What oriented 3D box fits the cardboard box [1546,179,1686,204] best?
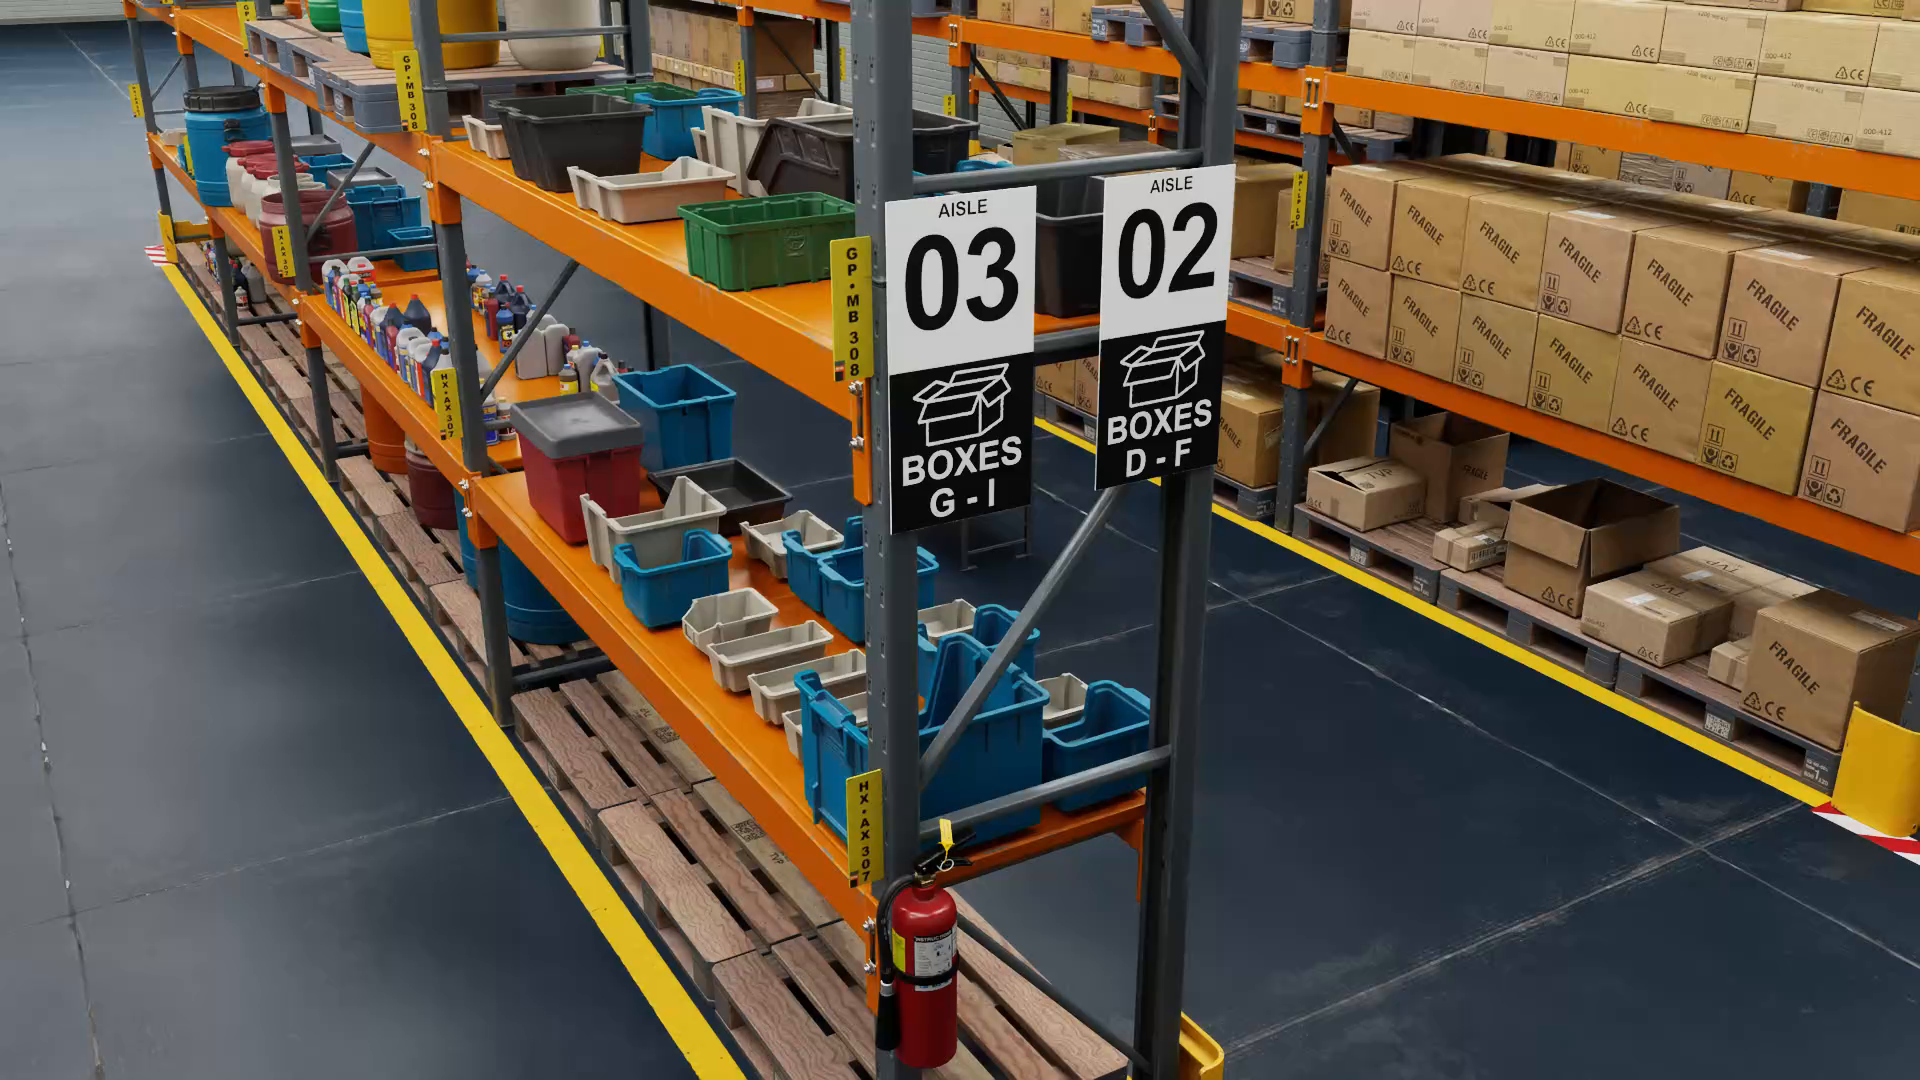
[{"bbox_3d":[3.440,-1.604,8.814,0.500,0.500,0.500,-12,25,-28],"label":"cardboard box"}]

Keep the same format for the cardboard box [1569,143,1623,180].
[{"bbox_3d":[5.464,-3.274,13.827,0.500,0.500,0.500,-12,25,-27],"label":"cardboard box"}]

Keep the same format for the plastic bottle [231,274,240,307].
[{"bbox_3d":[-6.438,-2.213,14.795,0.061,0.283,0.133,-11,25,-26],"label":"plastic bottle"}]

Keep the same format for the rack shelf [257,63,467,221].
[{"bbox_3d":[-2.844,-2.289,8.932,1.077,0.370,4.000,-13,25,-28],"label":"rack shelf"}]

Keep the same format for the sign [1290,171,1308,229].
[{"bbox_3d":[1.963,-1.965,9.626,0.100,0.325,0.005,-13,25,-28],"label":"sign"}]

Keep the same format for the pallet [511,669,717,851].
[{"bbox_3d":[-1.413,0.937,7.726,1.003,0.211,1.213,-13,25,-28],"label":"pallet"}]

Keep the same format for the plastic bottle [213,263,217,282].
[{"bbox_3d":[-7.017,-2.555,15.746,0.097,0.201,0.097,0,22,0],"label":"plastic bottle"}]

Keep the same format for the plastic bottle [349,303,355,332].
[{"bbox_3d":[-3.582,-1.350,9.914,0.097,0.201,0.097,0,22,0],"label":"plastic bottle"}]

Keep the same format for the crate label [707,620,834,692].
[{"bbox_3d":[-0.650,0.393,5.633,0.396,0.136,0.243,-13,25,-28],"label":"crate label"}]

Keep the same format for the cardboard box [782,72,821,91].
[{"bbox_3d":[-1.619,-4.598,16.645,0.380,0.149,0.250,-13,25,-28],"label":"cardboard box"}]

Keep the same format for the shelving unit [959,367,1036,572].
[{"bbox_3d":[-0.044,-0.722,10.097,0.538,1.500,1.048,-13,25,-28],"label":"shelving unit"}]

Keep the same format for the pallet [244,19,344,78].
[{"bbox_3d":[-3.559,-2.916,9.769,1.003,0.211,1.213,-13,25,-28],"label":"pallet"}]

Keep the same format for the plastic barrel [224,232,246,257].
[{"bbox_3d":[-7.294,-3.151,16.828,0.421,0.512,0.421,0,22,0],"label":"plastic barrel"}]

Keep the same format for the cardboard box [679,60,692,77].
[{"bbox_3d":[-2.757,-5.017,17.677,0.380,0.149,0.250,-12,25,-27],"label":"cardboard box"}]

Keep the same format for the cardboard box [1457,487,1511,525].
[{"bbox_3d":[3.216,-0.180,9.974,0.380,0.149,0.250,-13,25,-28],"label":"cardboard box"}]

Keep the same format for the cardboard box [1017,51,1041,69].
[{"bbox_3d":[1.053,-6.120,20.562,0.500,0.500,0.500,-14,26,-30],"label":"cardboard box"}]

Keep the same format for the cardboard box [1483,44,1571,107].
[{"bbox_3d":[2.980,-2.327,8.269,0.500,0.250,0.500,-13,25,-28],"label":"cardboard box"}]

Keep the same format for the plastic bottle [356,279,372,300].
[{"bbox_3d":[-3.598,-1.438,10.036,0.097,0.271,0.097,0,22,0],"label":"plastic bottle"}]

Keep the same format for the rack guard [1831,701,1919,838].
[{"bbox_3d":[4.442,0.891,7.455,1.175,0.500,0.348,-13,25,-28],"label":"rack guard"}]

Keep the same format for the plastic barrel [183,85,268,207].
[{"bbox_3d":[-5.972,-3.224,13.594,0.600,0.901,0.708,-13,25,-28],"label":"plastic barrel"}]

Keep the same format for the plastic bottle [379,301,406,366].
[{"bbox_3d":[-3.136,-1.154,9.232,0.144,0.351,0.185,-13,25,-28],"label":"plastic bottle"}]

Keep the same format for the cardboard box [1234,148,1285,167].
[{"bbox_3d":[3.226,-4.097,18.147,0.500,0.250,0.500,-13,26,-29],"label":"cardboard box"}]

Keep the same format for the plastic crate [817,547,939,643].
[{"bbox_3d":[-0.295,0.190,6.004,0.416,0.233,0.300,-13,25,-28],"label":"plastic crate"}]

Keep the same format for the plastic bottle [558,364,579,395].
[{"bbox_3d":[-2.016,-0.805,8.572,0.097,0.201,0.097,0,22,0],"label":"plastic bottle"}]

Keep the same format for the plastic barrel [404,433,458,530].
[{"bbox_3d":[-3.024,-0.437,10.048,0.600,0.588,0.708,-13,25,-28],"label":"plastic barrel"}]

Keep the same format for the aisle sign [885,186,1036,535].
[{"bbox_3d":[0.006,-0.415,3.897,0.394,0.787,0.004,-13,25,-28],"label":"aisle sign"}]

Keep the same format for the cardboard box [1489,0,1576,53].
[{"bbox_3d":[2.975,-2.558,8.173,0.500,0.250,0.500,-13,25,-28],"label":"cardboard box"}]

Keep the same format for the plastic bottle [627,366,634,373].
[{"bbox_3d":[-1.643,-0.732,8.284,0.061,0.283,0.133,-13,25,-28],"label":"plastic bottle"}]

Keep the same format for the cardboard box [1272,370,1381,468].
[{"bbox_3d":[2.400,-0.786,10.998,0.500,0.500,0.500,-14,26,-31],"label":"cardboard box"}]

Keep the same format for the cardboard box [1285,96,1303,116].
[{"bbox_3d":[3.747,-4.585,16.892,0.700,0.500,0.500,-13,25,-28],"label":"cardboard box"}]

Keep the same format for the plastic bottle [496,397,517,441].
[{"bbox_3d":[-2.204,-0.589,8.040,0.097,0.201,0.097,0,22,0],"label":"plastic bottle"}]

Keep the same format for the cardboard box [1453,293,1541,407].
[{"bbox_3d":[2.982,-1.038,8.750,0.500,0.500,0.500,-13,25,-29],"label":"cardboard box"}]

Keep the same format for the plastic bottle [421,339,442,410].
[{"bbox_3d":[-2.668,-0.857,8.502,0.144,0.351,0.185,-13,25,-28],"label":"plastic bottle"}]

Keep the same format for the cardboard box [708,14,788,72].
[{"bbox_3d":[-2.140,-5.080,16.970,0.700,0.500,0.500,-13,25,-28],"label":"cardboard box"}]

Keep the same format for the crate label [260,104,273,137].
[{"bbox_3d":[-6.779,-3.943,15.981,0.502,0.435,0.616,-13,25,-28],"label":"crate label"}]

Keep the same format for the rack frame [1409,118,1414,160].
[{"bbox_3d":[4.651,-3.786,15.642,1.000,3.000,0.127,-13,25,-28],"label":"rack frame"}]

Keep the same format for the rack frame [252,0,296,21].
[{"bbox_3d":[-3.866,-4.660,9.824,1.000,3.000,0.127,-13,25,-28],"label":"rack frame"}]

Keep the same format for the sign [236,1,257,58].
[{"bbox_3d":[-4.335,-3.113,10.143,0.100,0.325,0.005,-13,25,-28],"label":"sign"}]

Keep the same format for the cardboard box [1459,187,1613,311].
[{"bbox_3d":[2.963,-1.506,8.574,0.500,0.500,0.500,-13,26,-30],"label":"cardboard box"}]

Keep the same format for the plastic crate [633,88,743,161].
[{"bbox_3d":[-1.083,-1.664,6.661,0.416,0.233,0.300,-13,25,-28],"label":"plastic crate"}]

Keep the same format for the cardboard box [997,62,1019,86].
[{"bbox_3d":[0.819,-5.931,21.092,0.500,0.250,0.500,-13,26,-30],"label":"cardboard box"}]

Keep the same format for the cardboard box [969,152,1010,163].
[{"bbox_3d":[0.104,-3.117,14.116,0.500,0.311,0.500,-13,25,-29],"label":"cardboard box"}]

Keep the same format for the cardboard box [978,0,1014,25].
[{"bbox_3d":[0.647,-4.133,12.380,0.910,0.500,0.500,-13,25,-28],"label":"cardboard box"}]

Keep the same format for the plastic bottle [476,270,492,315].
[{"bbox_3d":[-2.932,-1.530,10.264,0.097,0.271,0.097,0,22,0],"label":"plastic bottle"}]

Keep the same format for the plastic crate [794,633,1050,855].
[{"bbox_3d":[-0.111,0.593,4.743,0.616,0.435,0.499,-13,25,-28],"label":"plastic crate"}]

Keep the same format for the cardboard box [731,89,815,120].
[{"bbox_3d":[-1.881,-4.315,16.812,0.700,0.500,0.500,-13,26,-30],"label":"cardboard box"}]

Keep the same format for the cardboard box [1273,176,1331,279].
[{"bbox_3d":[2.388,-1.974,10.495,0.500,0.500,0.700,17,28,36],"label":"cardboard box"}]

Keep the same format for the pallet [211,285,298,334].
[{"bbox_3d":[-6.216,-2.109,15.219,1.003,0.211,1.213,-13,25,-28],"label":"pallet"}]

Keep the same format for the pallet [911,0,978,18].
[{"bbox_3d":[-0.029,-4.336,13.264,1.213,0.211,1.003,-11,25,-26],"label":"pallet"}]

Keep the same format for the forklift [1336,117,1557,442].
[{"bbox_3d":[3.664,-2.568,12.738,1.130,2.935,3.031,-12,25,-27],"label":"forklift"}]

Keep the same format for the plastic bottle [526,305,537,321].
[{"bbox_3d":[-2.408,-1.198,9.446,0.097,0.271,0.097,0,22,0],"label":"plastic bottle"}]

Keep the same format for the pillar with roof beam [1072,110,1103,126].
[{"bbox_3d":[-2.035,-8.267,18.699,9.100,9.000,0.400,-13,25,-28],"label":"pillar with roof beam"}]

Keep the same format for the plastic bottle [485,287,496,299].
[{"bbox_3d":[-2.833,-1.435,10.122,0.097,0.201,0.097,0,22,0],"label":"plastic bottle"}]

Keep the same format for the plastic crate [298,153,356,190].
[{"bbox_3d":[-5.078,-2.871,13.411,0.392,0.384,0.575,-13,25,-28],"label":"plastic crate"}]

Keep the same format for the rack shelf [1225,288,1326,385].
[{"bbox_3d":[1.416,-1.851,11.838,1.077,0.370,4.000,-13,25,-28],"label":"rack shelf"}]
